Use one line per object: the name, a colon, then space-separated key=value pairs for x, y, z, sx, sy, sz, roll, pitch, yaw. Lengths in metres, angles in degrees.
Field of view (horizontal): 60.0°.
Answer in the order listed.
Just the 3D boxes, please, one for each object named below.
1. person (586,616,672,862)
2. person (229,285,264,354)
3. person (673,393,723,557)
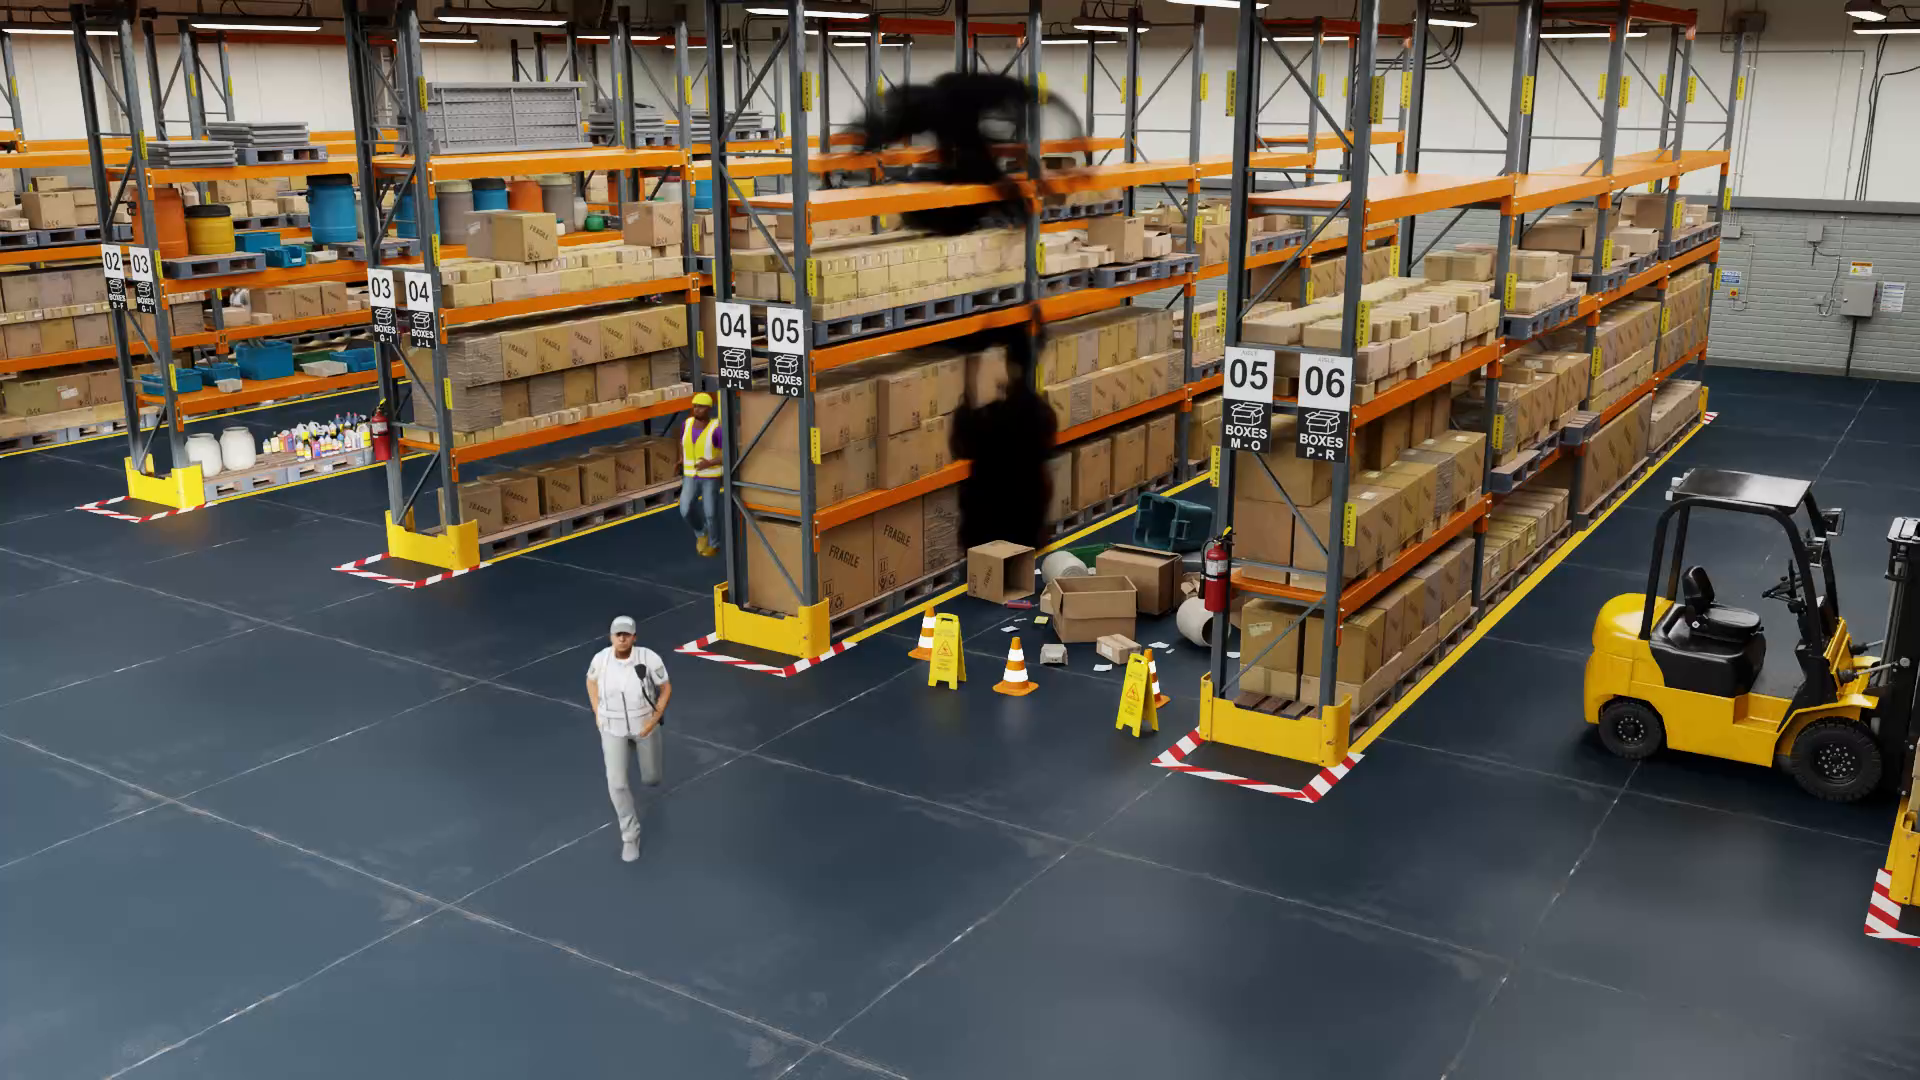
person: x=-2.290 y=1.312 z=11.578 sx=0.591 sy=1.661 sz=0.929 roll=-3 pitch=16 yaw=-10
person: x=-12.818 y=-3.951 z=29.828 sx=0.641 sy=1.677 sz=0.793 roll=8 pitch=17 yaw=27
person: x=-2.695 y=-0.658 z=17.262 sx=0.690 sy=1.745 sz=0.597 roll=5 pitch=16 yaw=18
